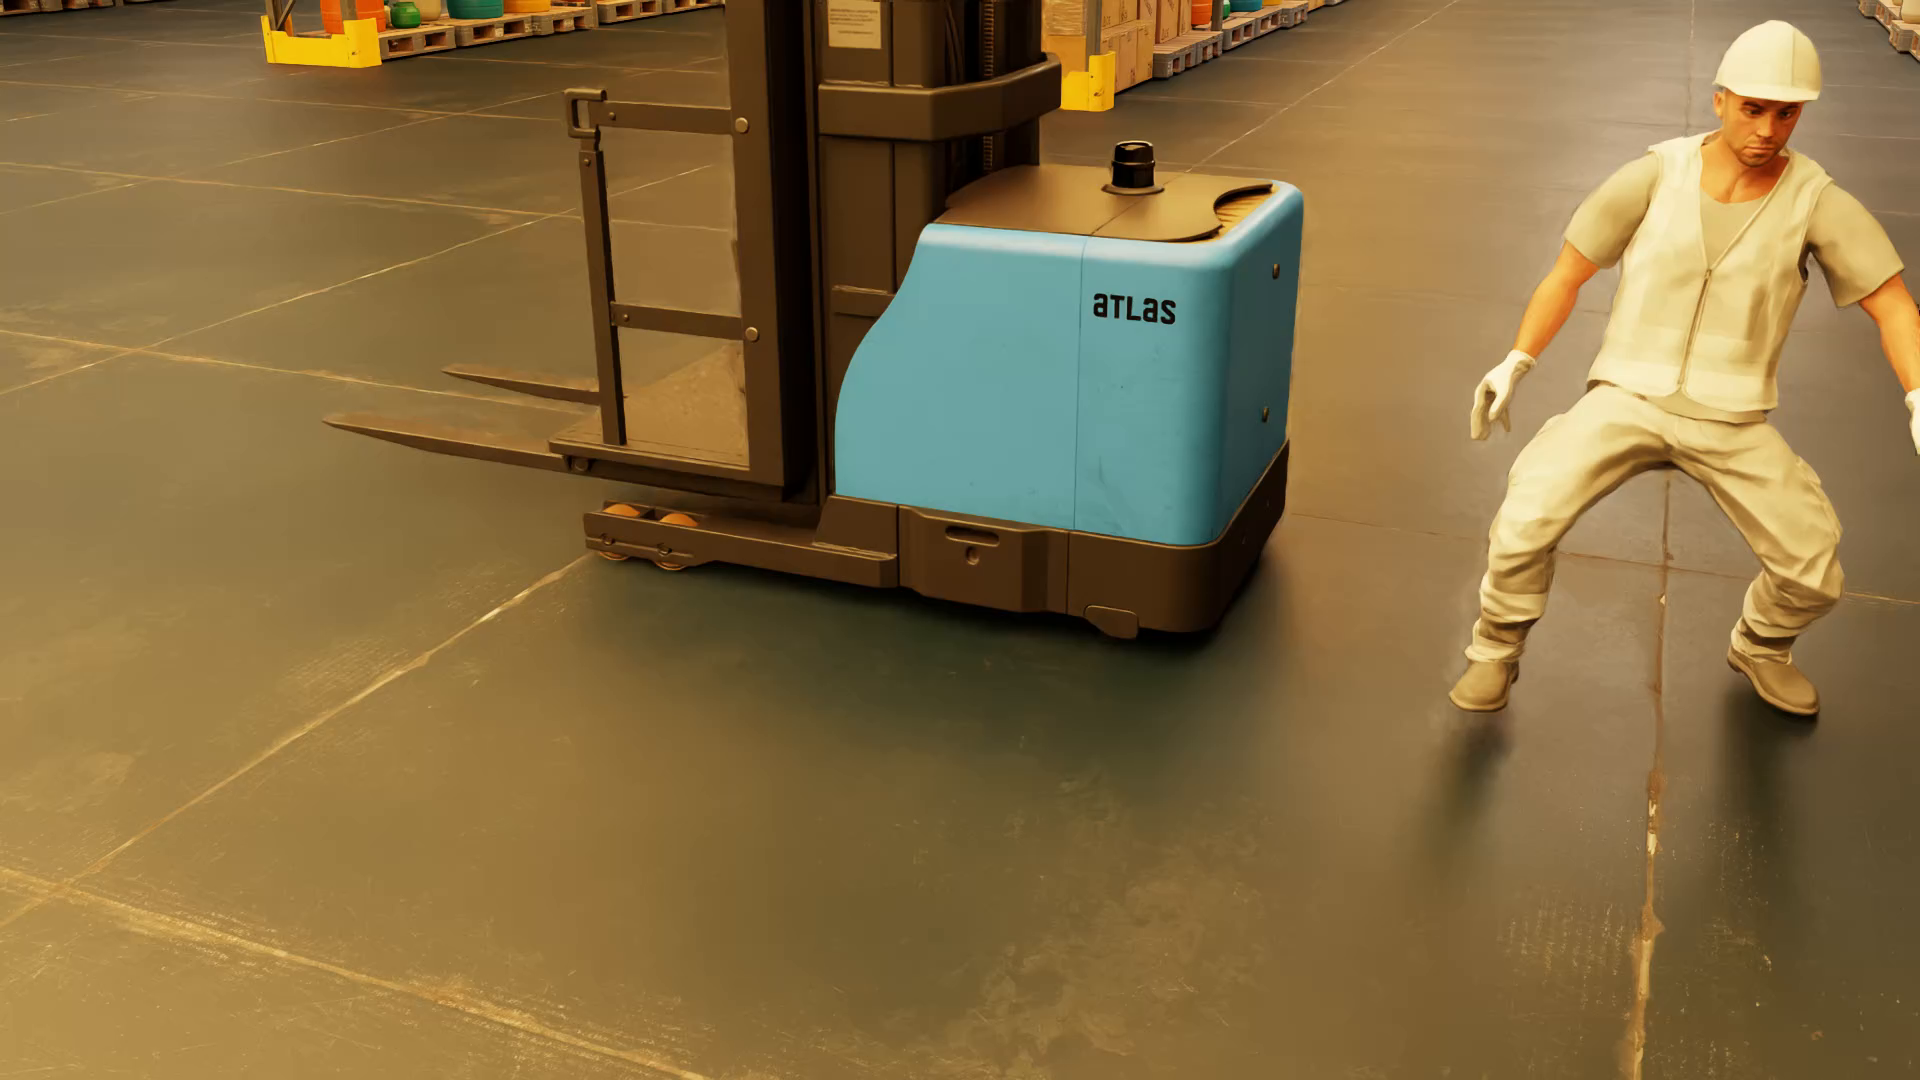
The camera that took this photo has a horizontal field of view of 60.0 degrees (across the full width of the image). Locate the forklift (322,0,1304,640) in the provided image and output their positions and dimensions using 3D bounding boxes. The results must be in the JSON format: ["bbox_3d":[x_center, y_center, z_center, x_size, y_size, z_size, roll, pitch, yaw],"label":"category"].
[{"bbox_3d":[-0.570,-1.439,4.734,3.031,2.935,1.130,9,24,20],"label":"forklift"}]

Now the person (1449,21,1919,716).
[{"bbox_3d":[1.689,-0.330,3.753,0.995,1.608,0.706,9,24,22],"label":"person"}]
